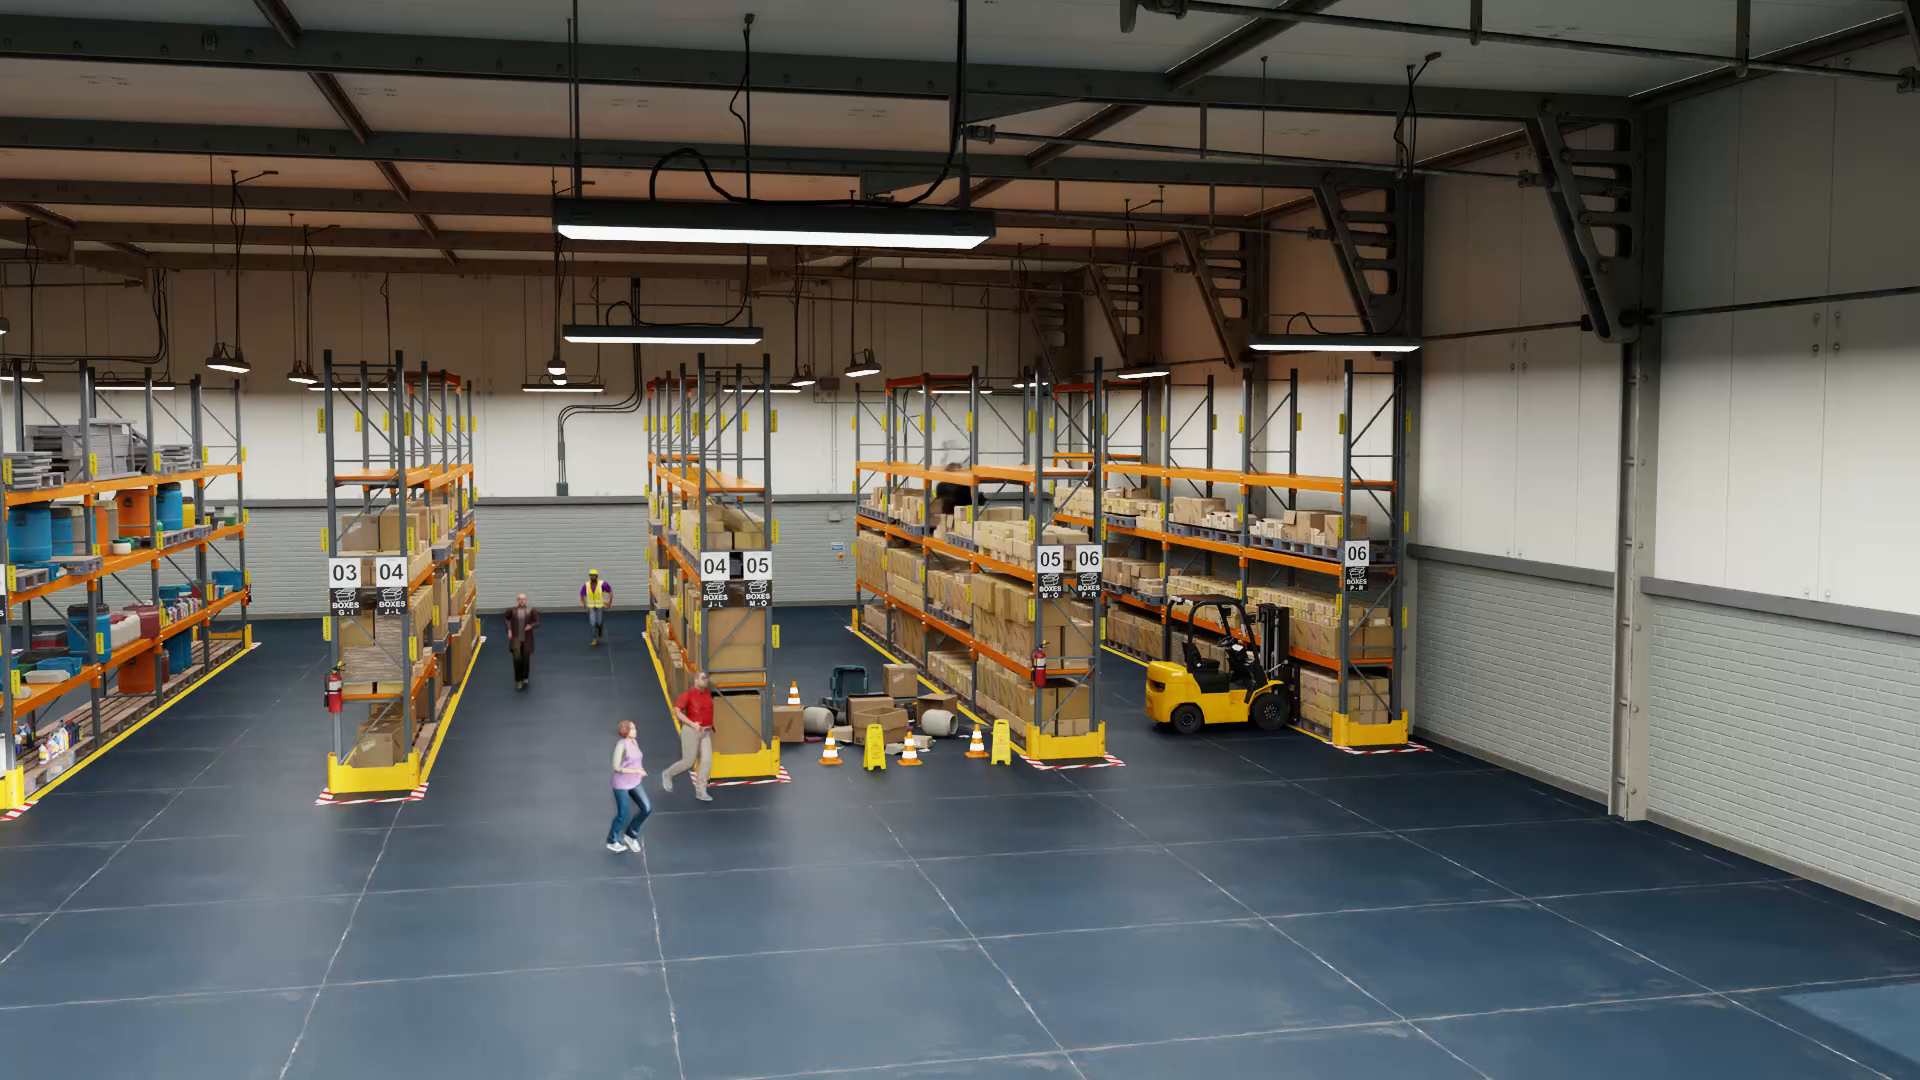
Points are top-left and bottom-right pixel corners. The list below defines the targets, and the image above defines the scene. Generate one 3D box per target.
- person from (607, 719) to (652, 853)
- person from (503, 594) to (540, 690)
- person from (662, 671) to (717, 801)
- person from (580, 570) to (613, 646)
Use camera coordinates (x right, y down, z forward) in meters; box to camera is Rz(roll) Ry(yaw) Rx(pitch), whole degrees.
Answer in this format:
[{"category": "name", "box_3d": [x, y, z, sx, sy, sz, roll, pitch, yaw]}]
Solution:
[{"category": "person", "box_3d": [-3.844, 2.875, 19.284, 0.648, 1.581, 0.534, 2, 4, 27]}, {"category": "person", "box_3d": [-8.321, 1.940, 31.587, 0.689, 1.850, 0.750, -1, 4, -14]}, {"category": "person", "box_3d": [-3.530, 2.610, 22.348, 0.868, 1.688, 0.715, 3, 5, 38]}, {"category": "person", "box_3d": [-8.256, 1.527, 37.717, 0.728, 1.728, 0.650, 0, 4, -4]}]
